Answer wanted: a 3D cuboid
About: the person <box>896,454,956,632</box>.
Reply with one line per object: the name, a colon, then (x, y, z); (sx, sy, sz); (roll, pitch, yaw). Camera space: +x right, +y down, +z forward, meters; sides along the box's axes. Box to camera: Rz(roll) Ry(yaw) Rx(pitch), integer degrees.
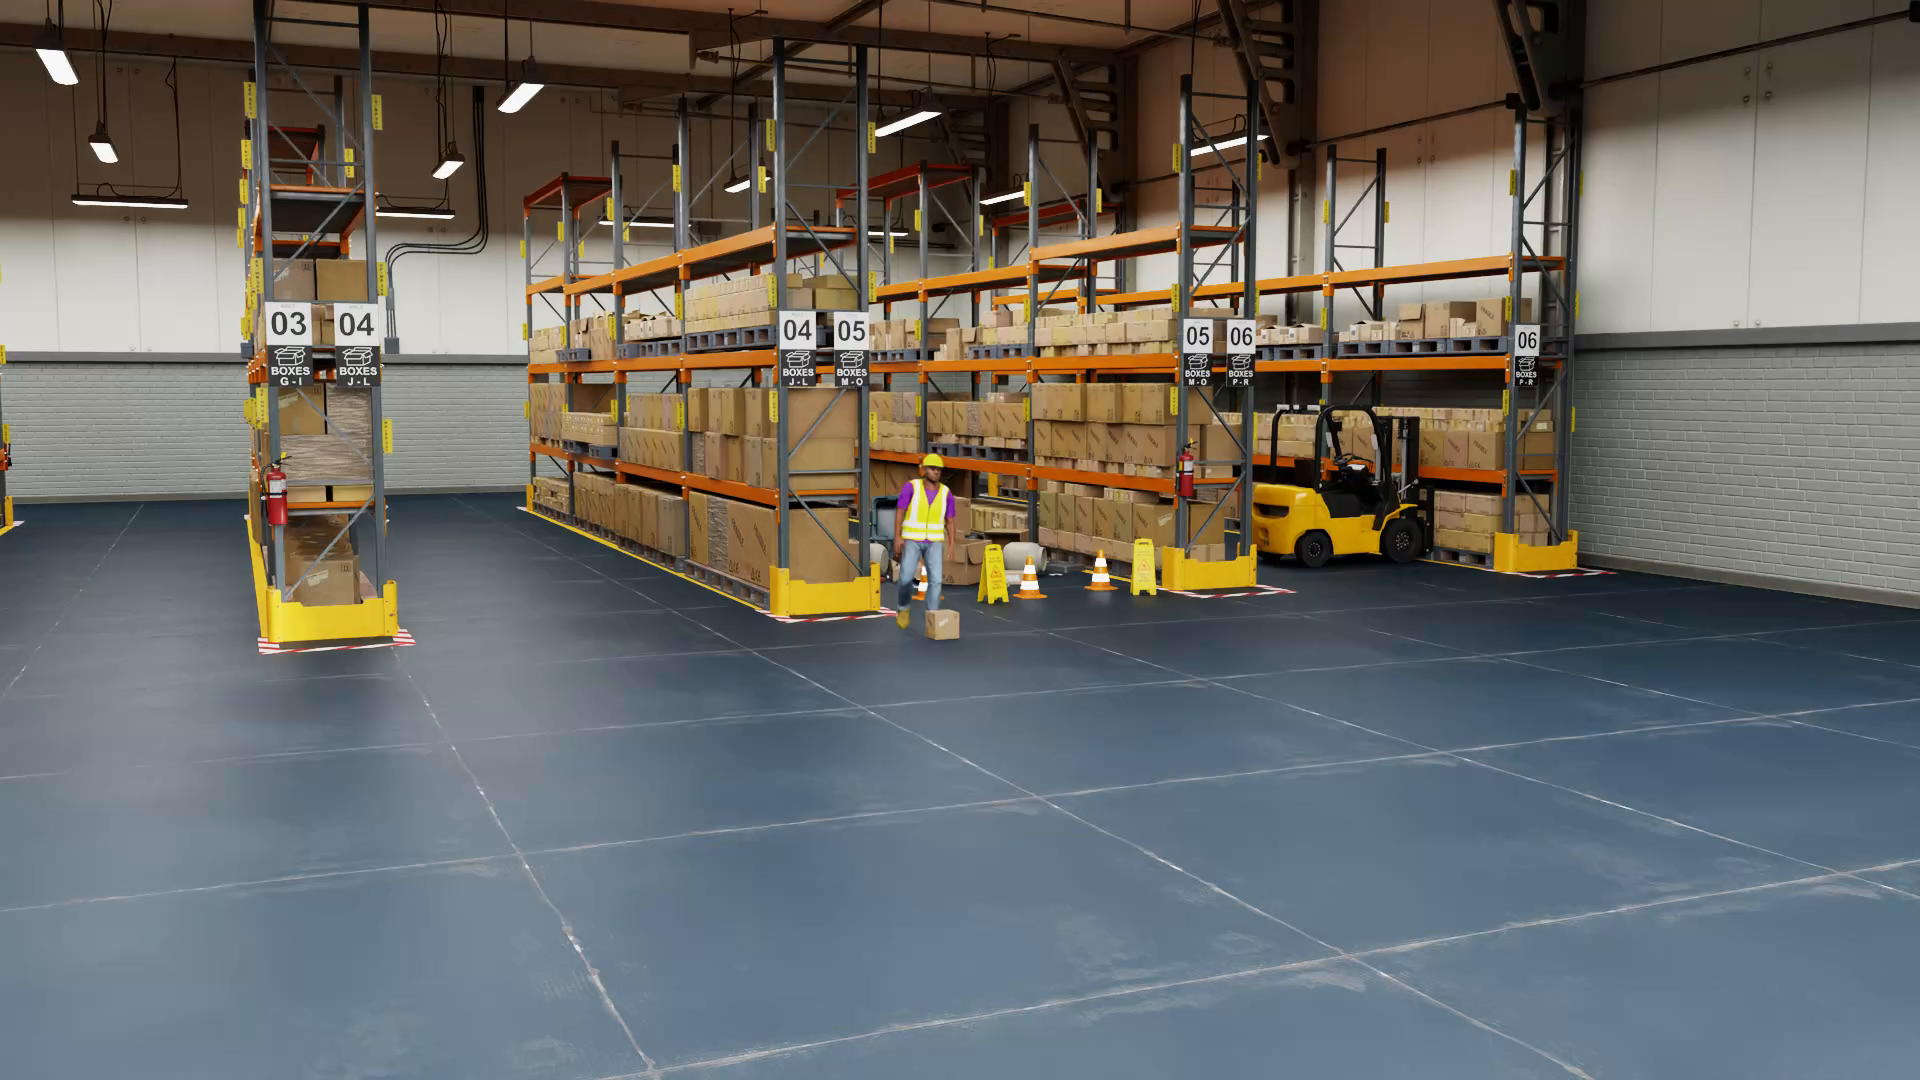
person: (-0.325, 0.034, 16.378); (0.607, 1.755, 0.674); (-2, 6, -17)
